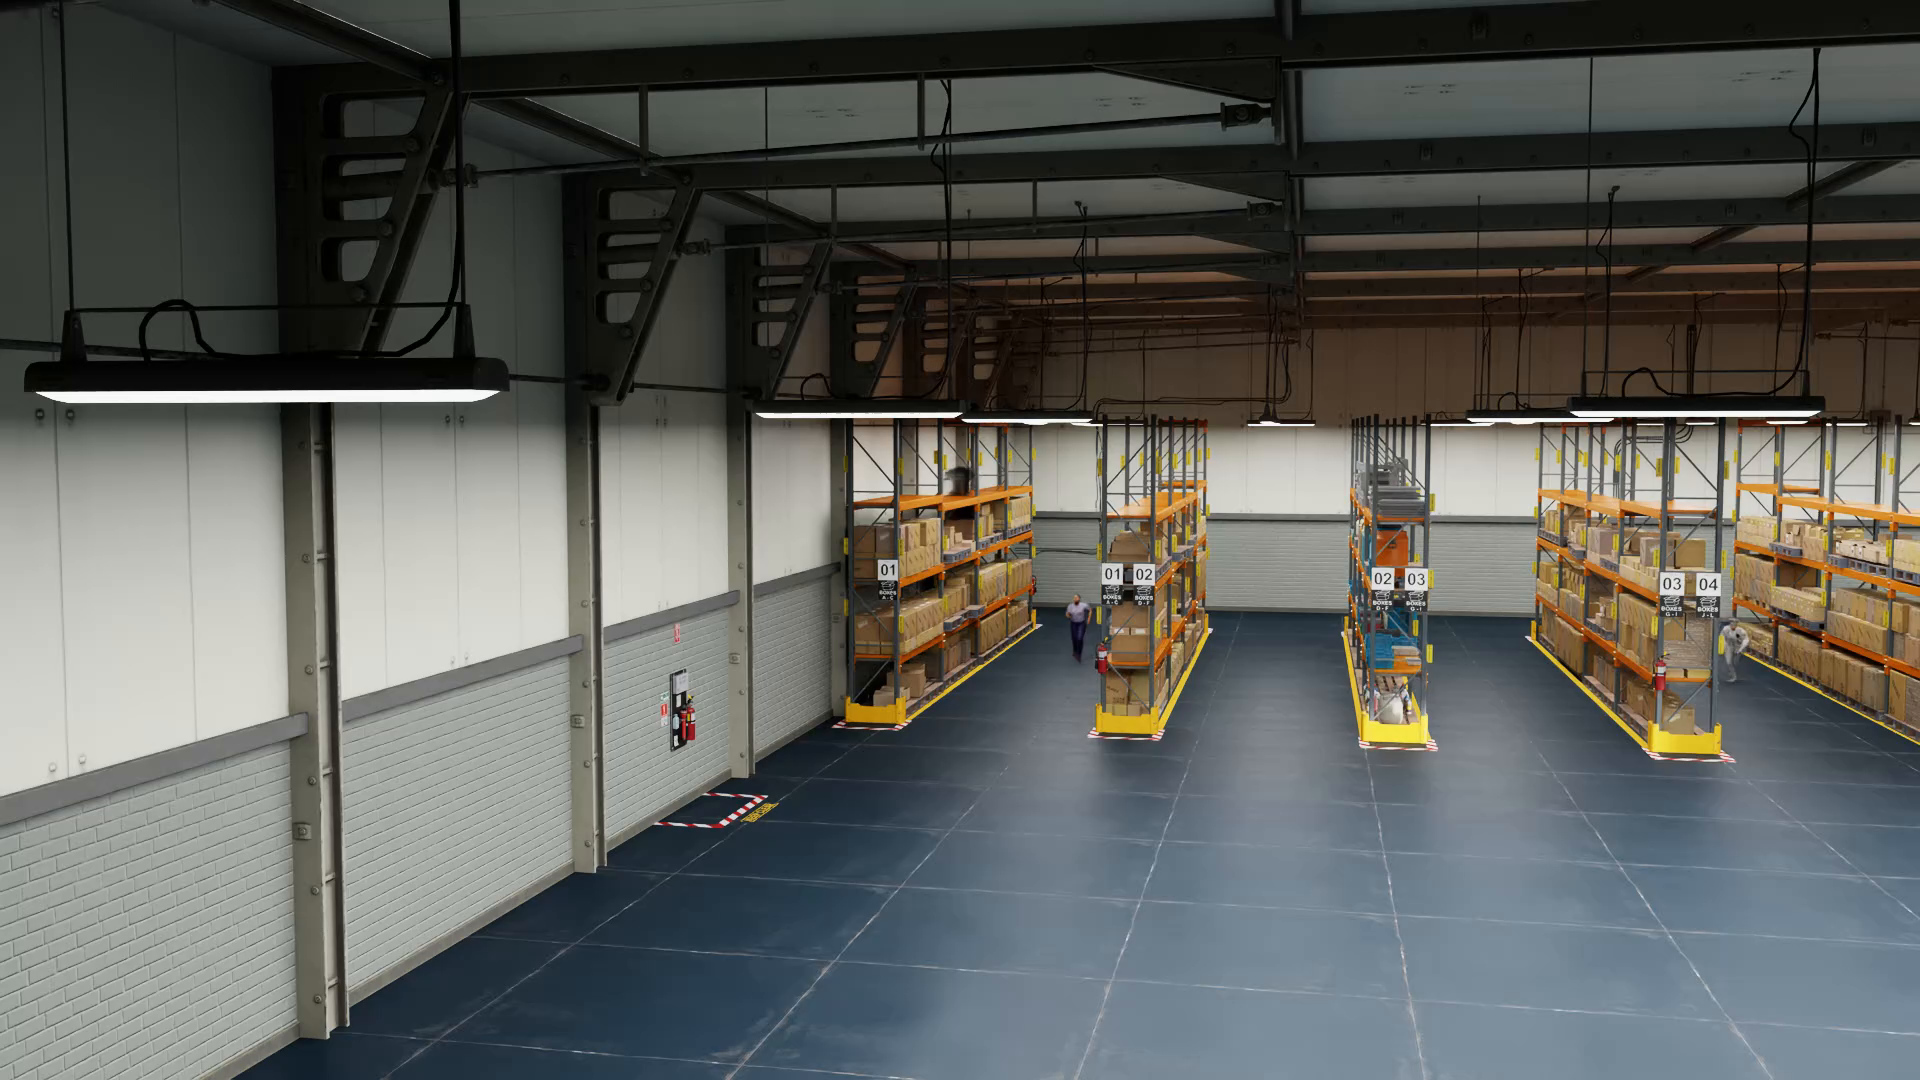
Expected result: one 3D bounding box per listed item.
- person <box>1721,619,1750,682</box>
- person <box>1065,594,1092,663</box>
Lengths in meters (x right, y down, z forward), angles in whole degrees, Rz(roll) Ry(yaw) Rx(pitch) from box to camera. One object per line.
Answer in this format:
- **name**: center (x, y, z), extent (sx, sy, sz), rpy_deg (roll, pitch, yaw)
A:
- **person**: center (17.615, 2.489, 37.803), extent (0.616, 1.476, 1.010), rpy_deg (2, 4, 29)
- **person**: center (2.935, 2.167, 41.190), extent (0.619, 1.689, 0.901), rpy_deg (1, 4, 17)
